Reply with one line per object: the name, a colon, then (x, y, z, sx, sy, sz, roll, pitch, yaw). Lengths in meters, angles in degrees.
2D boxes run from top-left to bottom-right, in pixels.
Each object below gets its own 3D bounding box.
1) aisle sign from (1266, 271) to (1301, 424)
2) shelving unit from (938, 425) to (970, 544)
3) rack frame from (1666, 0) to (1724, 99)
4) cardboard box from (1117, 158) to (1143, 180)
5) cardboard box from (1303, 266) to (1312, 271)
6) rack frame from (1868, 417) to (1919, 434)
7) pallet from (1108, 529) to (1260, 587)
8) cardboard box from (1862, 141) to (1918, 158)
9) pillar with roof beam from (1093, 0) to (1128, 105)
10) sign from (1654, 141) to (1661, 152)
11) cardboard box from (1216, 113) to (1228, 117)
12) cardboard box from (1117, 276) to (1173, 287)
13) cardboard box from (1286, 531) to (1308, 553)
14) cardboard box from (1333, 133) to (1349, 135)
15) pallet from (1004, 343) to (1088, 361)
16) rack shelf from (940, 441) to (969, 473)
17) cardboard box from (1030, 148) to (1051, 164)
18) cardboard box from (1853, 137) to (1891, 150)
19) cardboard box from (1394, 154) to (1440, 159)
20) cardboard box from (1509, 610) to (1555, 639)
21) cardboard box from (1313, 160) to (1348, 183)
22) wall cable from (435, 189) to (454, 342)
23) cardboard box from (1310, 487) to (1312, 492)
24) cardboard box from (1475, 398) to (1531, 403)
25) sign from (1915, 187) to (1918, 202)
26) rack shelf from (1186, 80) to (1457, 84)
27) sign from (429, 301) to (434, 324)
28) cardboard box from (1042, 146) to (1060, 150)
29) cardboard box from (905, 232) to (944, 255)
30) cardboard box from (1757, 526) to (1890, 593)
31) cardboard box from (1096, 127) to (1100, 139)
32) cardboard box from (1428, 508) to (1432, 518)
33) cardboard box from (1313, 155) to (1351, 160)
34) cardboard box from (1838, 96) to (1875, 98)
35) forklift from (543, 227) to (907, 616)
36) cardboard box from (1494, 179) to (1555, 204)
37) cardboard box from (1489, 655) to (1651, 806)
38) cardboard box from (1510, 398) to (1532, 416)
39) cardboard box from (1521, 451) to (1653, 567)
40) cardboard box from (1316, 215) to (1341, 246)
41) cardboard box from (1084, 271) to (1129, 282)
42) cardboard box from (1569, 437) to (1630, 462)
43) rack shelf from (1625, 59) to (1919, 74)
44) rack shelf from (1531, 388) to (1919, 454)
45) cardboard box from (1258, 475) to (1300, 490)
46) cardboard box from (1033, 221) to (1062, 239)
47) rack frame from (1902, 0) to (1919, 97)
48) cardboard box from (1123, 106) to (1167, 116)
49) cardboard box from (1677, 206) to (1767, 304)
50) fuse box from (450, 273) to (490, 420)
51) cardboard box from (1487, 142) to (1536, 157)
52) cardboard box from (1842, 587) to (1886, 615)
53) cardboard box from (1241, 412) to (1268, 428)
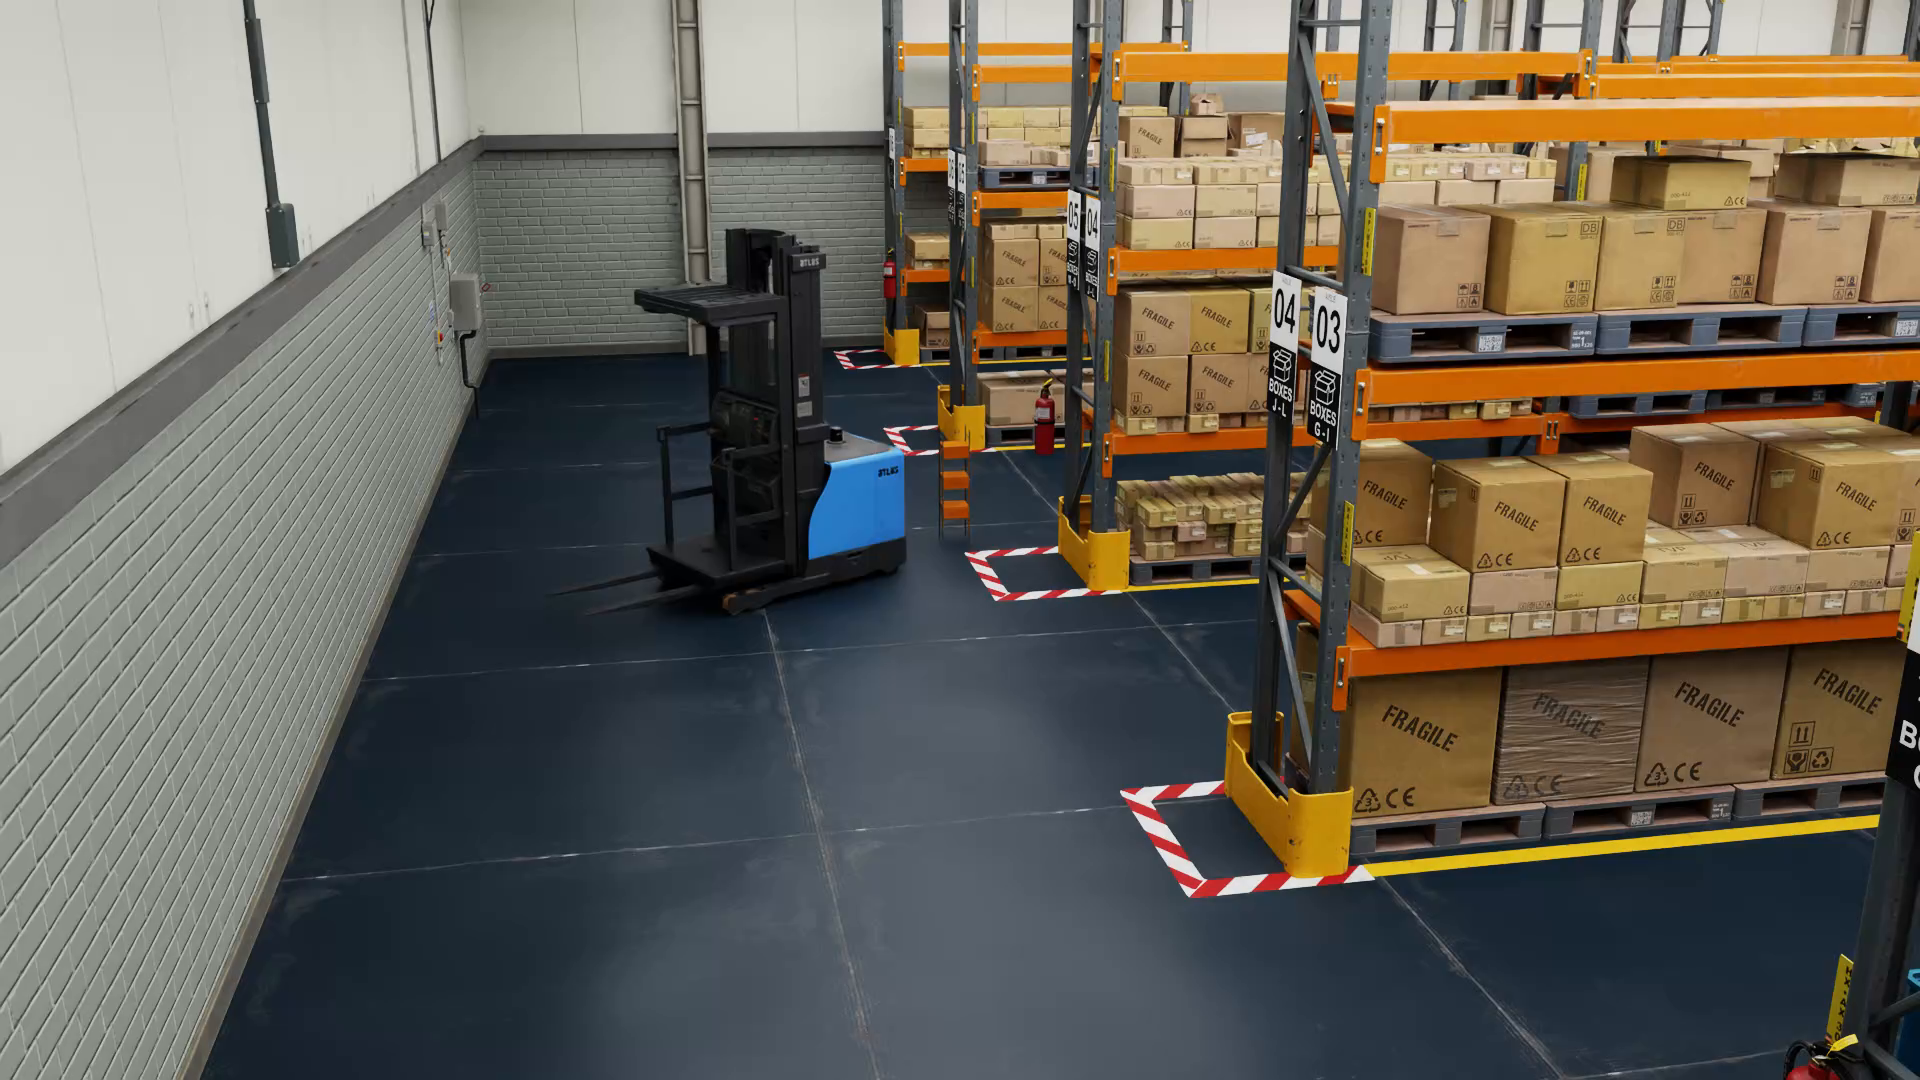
aisle sign: (1.786, -1.068, 9.189, 0.004, 0.787, 0.394, -3, 17, -10)
shelving unit: (-0.053, -0.499, 15.086, 0.252, 1.050, 0.215, -3, 17, -10)
rack frame: (10.871, -7.566, 24.557, 0.127, 3.000, 1.000, -3, 17, -10)
cardboard box: (1.343, -3.073, 13.762, 0.250, 0.149, 0.380, -3, 17, -11)
cardboard box: (4.348, -3.084, 19.586, 0.500, 0.250, 0.500, -3, 17, -11)
rack frame: (8.927, -1.623, 15.427, 0.127, 3.000, 1.000, -3, 17, -10)
pallet: (1.951, 0.116, 14.513, 1.213, 0.211, 1.003, -3, 17, -10)
cardboard box: (8.078, -3.341, 14.435, 0.258, 0.266, 0.396, -3, 17, -10)
pillar with roof beam: (2.978, -6.100, 19.785, 0.400, 9.000, 9.100, -3, 17, -10)
sign: (7.986, -4.603, 19.004, 0.005, 0.325, 0.100, -3, 17, -10)
cardboard box: (3.641, -5.883, 23.221, 0.250, 0.149, 0.380, -3, 17, -10)
cardboard box: (1.474, -1.943, 14.087, 0.500, 0.500, 0.500, -4, 17, -12)
cardboard box: (2.897, -0.020, 14.346, 0.250, 0.149, 0.380, -4, 18, -13)
cardboard box: (5.373, -5.875, 23.736, 0.250, 0.149, 0.380, -3, 17, -9)
pallet: (1.141, -2.813, 24.048, 1.213, 0.211, 1.003, -3, 17, -10)
rack shelf: (-0.053, -0.760, 15.006, 0.240, 0.259, 0.215, -3, 17, -10)
cardboard box: (0.855, -4.259, 18.441, 0.250, 0.149, 0.380, -5, 18, -15)
cardboard box: (10.772, -4.729, 19.971, 0.500, 0.250, 0.500, -3, 17, -10)
cardboard box: (3.895, -3.209, 14.204, 0.250, 0.149, 0.380, -4, 17, -12)
cardboard box: (3.084, 0.409, 9.237, 0.250, 0.149, 0.380, -4, 17, -11)
cardboard box: (2.964, -3.000, 13.525, 0.250, 0.149, 0.380, -3, 17, -9)
wall cable: (-5.778, -3.172, 18.739, 0.122, 1.984, 0.588, -3, 17, -10)
cardboard box: (3.168, -0.352, 14.414, 0.250, 0.149, 0.380, -3, 17, -10)
cardboard box: (4.578, -1.482, 14.290, 0.500, 0.500, 0.500, -3, 17, -10)
sign: (5.729, -1.952, 9.973, 0.005, 0.325, 0.100, -3, 17, -10)
rack shelf: (4.980, -6.697, 23.633, 4.000, 0.370, 1.077, -3, 17, -10)
sign: (-5.549, -2.390, 17.463, 0.001, 0.218, 0.327, -3, 17, -10)
cardboard box: (1.213, -5.367, 22.934, 0.250, 0.149, 0.380, -3, 17, -9)
cardboard box: (-0.510, -4.202, 23.572, 0.500, 0.250, 0.500, -3, 17, -9)
cardboard box: (4.950, 0.094, 9.583, 0.500, 0.250, 0.500, -3, 17, -9)
cardboard box: (2.081, -5.626, 23.098, 0.500, 0.250, 0.500, -4, 17, -12)
cardboard box: (3.963, -0.247, 14.580, 0.250, 0.149, 0.380, -3, 17, -10)
cardboard box: (3.114, -3.168, 14.072, 0.250, 0.149, 0.380, -4, 17, -12)
cardboard box: (13.385, -6.528, 25.231, 0.500, 0.500, 0.700, -3, 17, -10)
forklift: (-1.917, -0.975, 13.432, 3.031, 2.935, 1.130, -14, 22, -38)
cardboard box: (4.595, -2.903, 13.887, 0.500, 0.250, 0.500, -4, 18, -13)
cardboard box: (3.421, 0.963, 9.909, 0.875, 0.875, 0.875, -3, 17, -10)
cardboard box: (4.764, -1.197, 14.467, 0.250, 0.149, 0.380, -3, 17, -11)
cardboard box: (3.435, -0.179, 9.194, 0.500, 0.500, 0.500, -4, 17, -12)
cardboard box: (3.091, -2.577, 13.679, 0.500, 0.250, 0.500, -3, 17, -11)
cardboard box: (1.569, -3.131, 18.463, 0.500, 0.500, 0.500, -3, 17, -11)
cardboard box: (5.775, -0.730, 14.783, 0.500, 0.250, 0.500, -4, 18, -13)
rack shelf: (9.852, -5.489, 19.700, 4.000, 0.370, 1.077, -3, 17, -10)
rack shelf: (6.963, -1.168, 15.170, 4.000, 0.370, 1.077, -3, 17, -10)
cardboard box: (2.831, -0.461, 14.769, 0.250, 0.149, 0.380, -4, 17, -12)
cardboard box: (0.956, -3.392, 18.205, 0.250, 0.149, 0.380, -3, 17, -9)
rack frame: (11.816, -6.135, 19.899, 0.127, 3.000, 1.000, -3, 17, -10)
cardboard box: (2.566, -5.899, 23.134, 0.500, 0.250, 0.500, -3, 17, -10)
cardboard box: (4.015, -1.618, 9.243, 0.500, 0.500, 0.700, -2, 17, -8)
fuse box: (-5.753, -2.276, 19.746, 0.414, 1.711, 0.539, -3, 17, -10)
cardboard box: (6.213, -4.545, 18.946, 0.500, 0.500, 0.500, -3, 17, -10)
cardboard box: (5.099, 0.295, 9.608, 0.250, 0.149, 0.380, -4, 17, -11)
cardboard box: (2.468, -1.069, 14.049, 0.250, 0.149, 0.380, -3, 17, -11)
